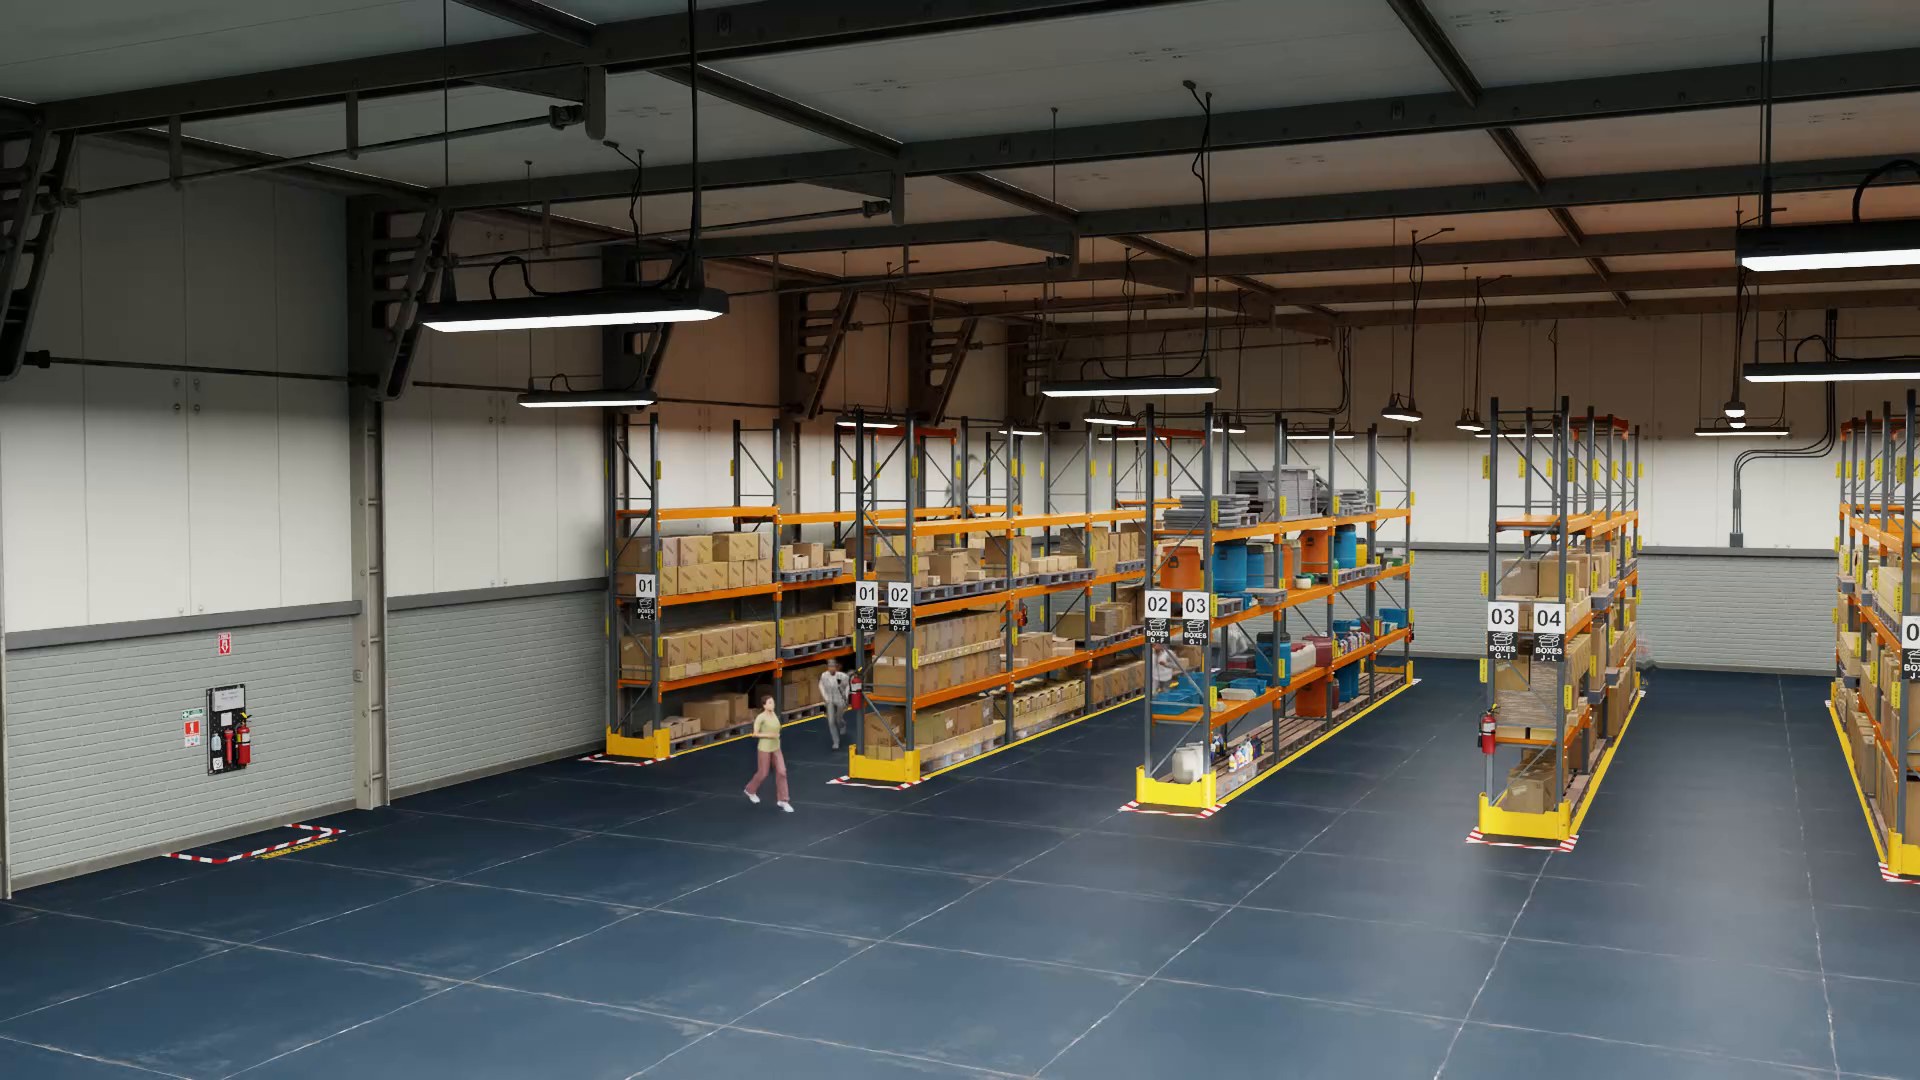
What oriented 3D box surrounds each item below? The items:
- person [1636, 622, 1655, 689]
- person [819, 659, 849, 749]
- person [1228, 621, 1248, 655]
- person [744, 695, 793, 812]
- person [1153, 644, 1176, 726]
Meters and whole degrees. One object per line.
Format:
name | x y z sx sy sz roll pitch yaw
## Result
person | 15.485 2.635 37.762 0.518 1.531 0.542 -1 3 -27
person | -2.244 2.939 30.158 0.593 1.625 0.777 1 2 12
person | 6.907 2.423 41.534 0.634 1.660 0.578 -1 3 -26
person | -2.836 3.123 24.502 0.931 1.694 0.573 2 3 41
person | 3.965 2.757 32.842 0.650 1.770 0.944 1 2 15
